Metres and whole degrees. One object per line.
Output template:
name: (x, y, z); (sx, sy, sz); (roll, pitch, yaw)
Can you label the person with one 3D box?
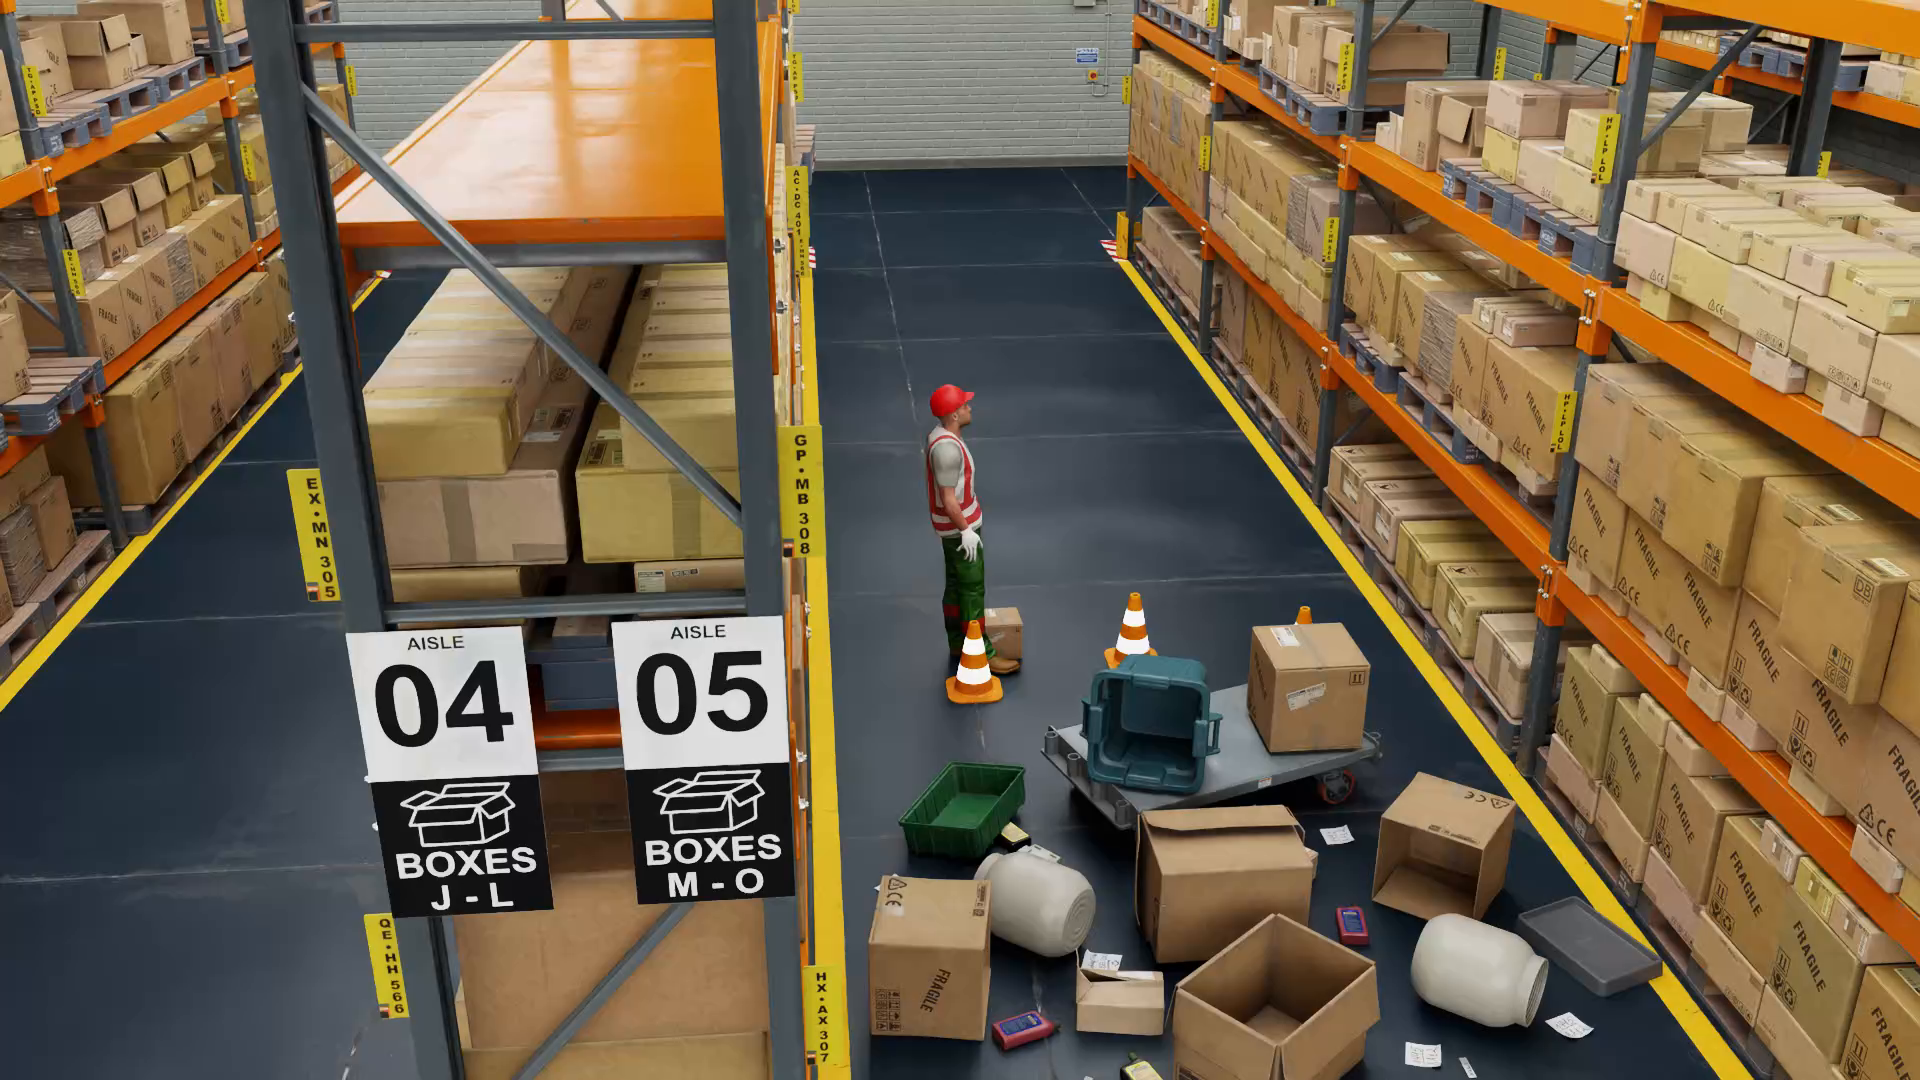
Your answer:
person: (0.069, -0.091, 10.254); (0.565, 1.787, 0.638); (-2, 24, -5)
